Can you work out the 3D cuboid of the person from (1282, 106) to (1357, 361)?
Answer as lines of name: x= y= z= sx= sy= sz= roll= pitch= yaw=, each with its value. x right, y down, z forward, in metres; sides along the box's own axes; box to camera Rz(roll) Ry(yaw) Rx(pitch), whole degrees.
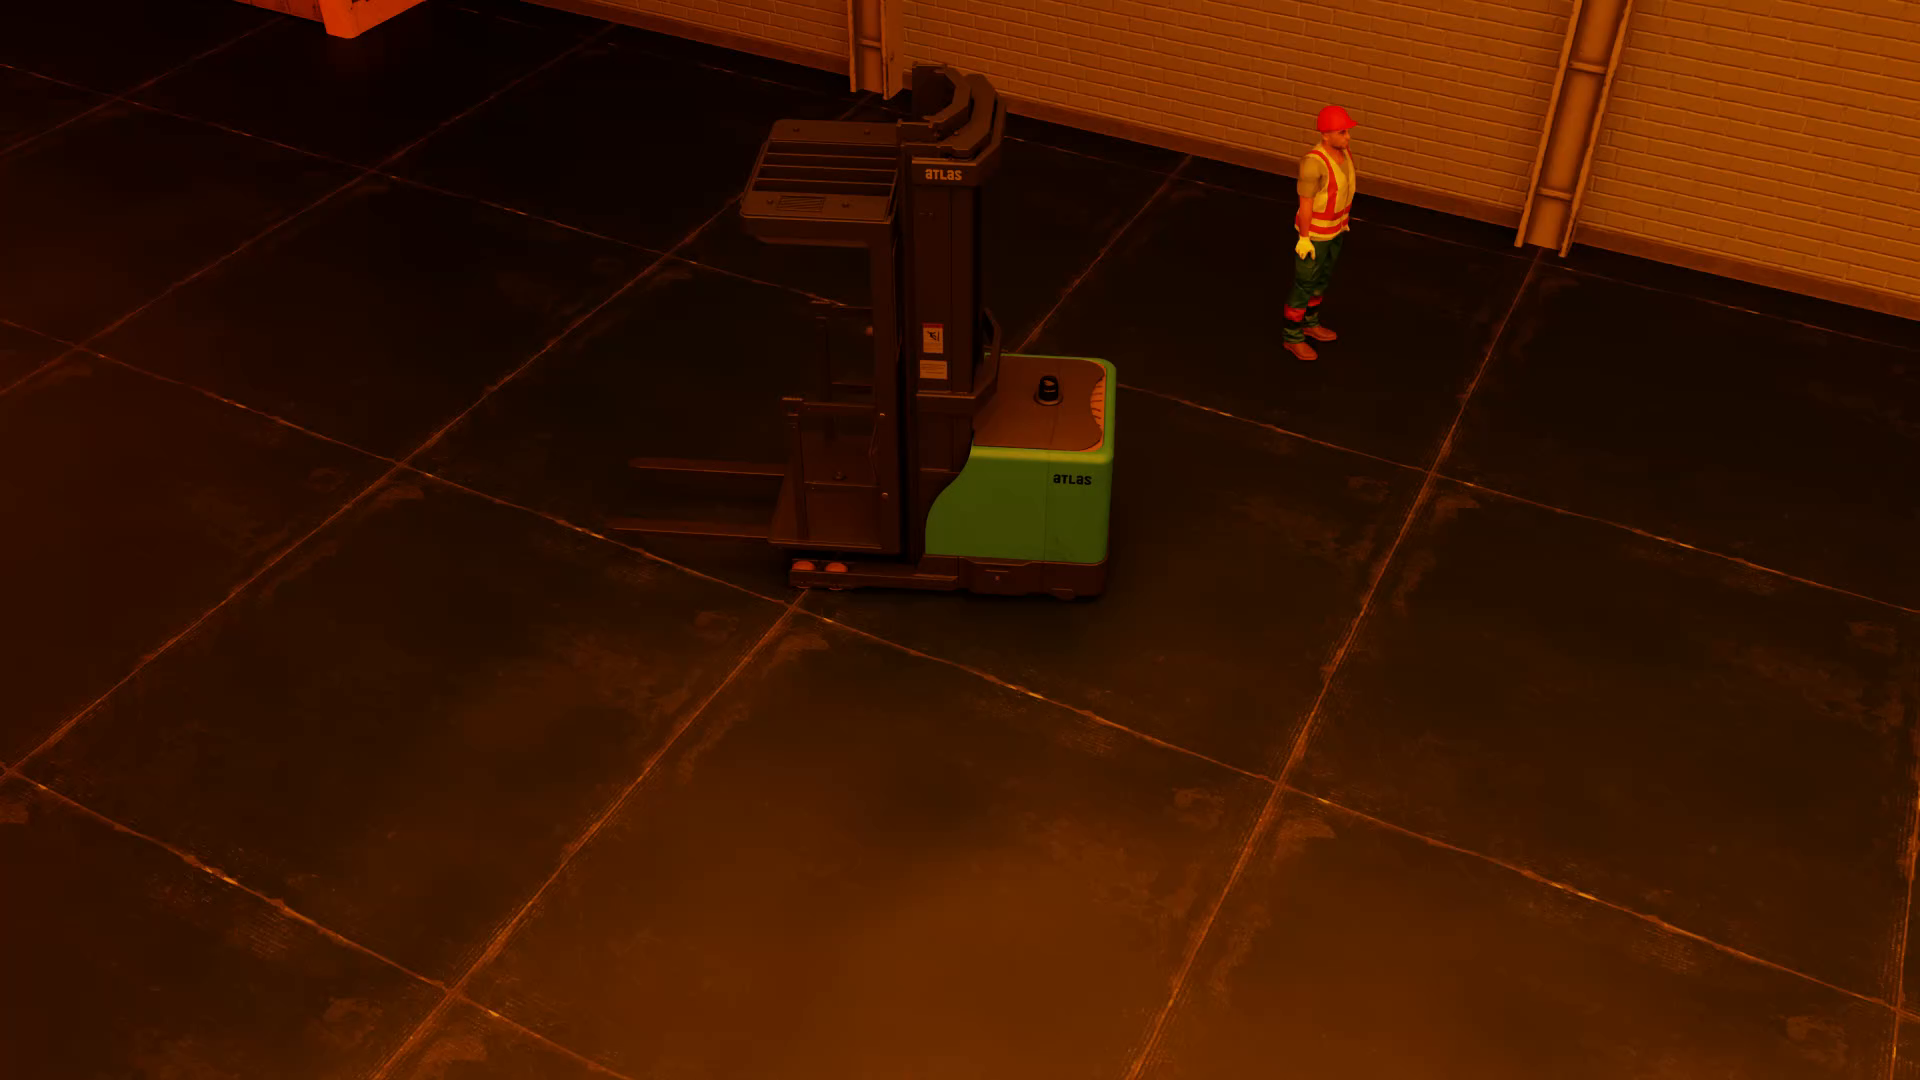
person: x=2.489 y=-2.112 z=11.382 sx=0.375 sy=1.794 sz=0.535 roll=27 pitch=47 yaw=28

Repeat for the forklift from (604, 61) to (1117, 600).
forklift: x=-0.606 y=-1.157 z=9.360 sx=3.031 sy=2.935 sz=1.130 roll=3 pitch=40 yaw=4
